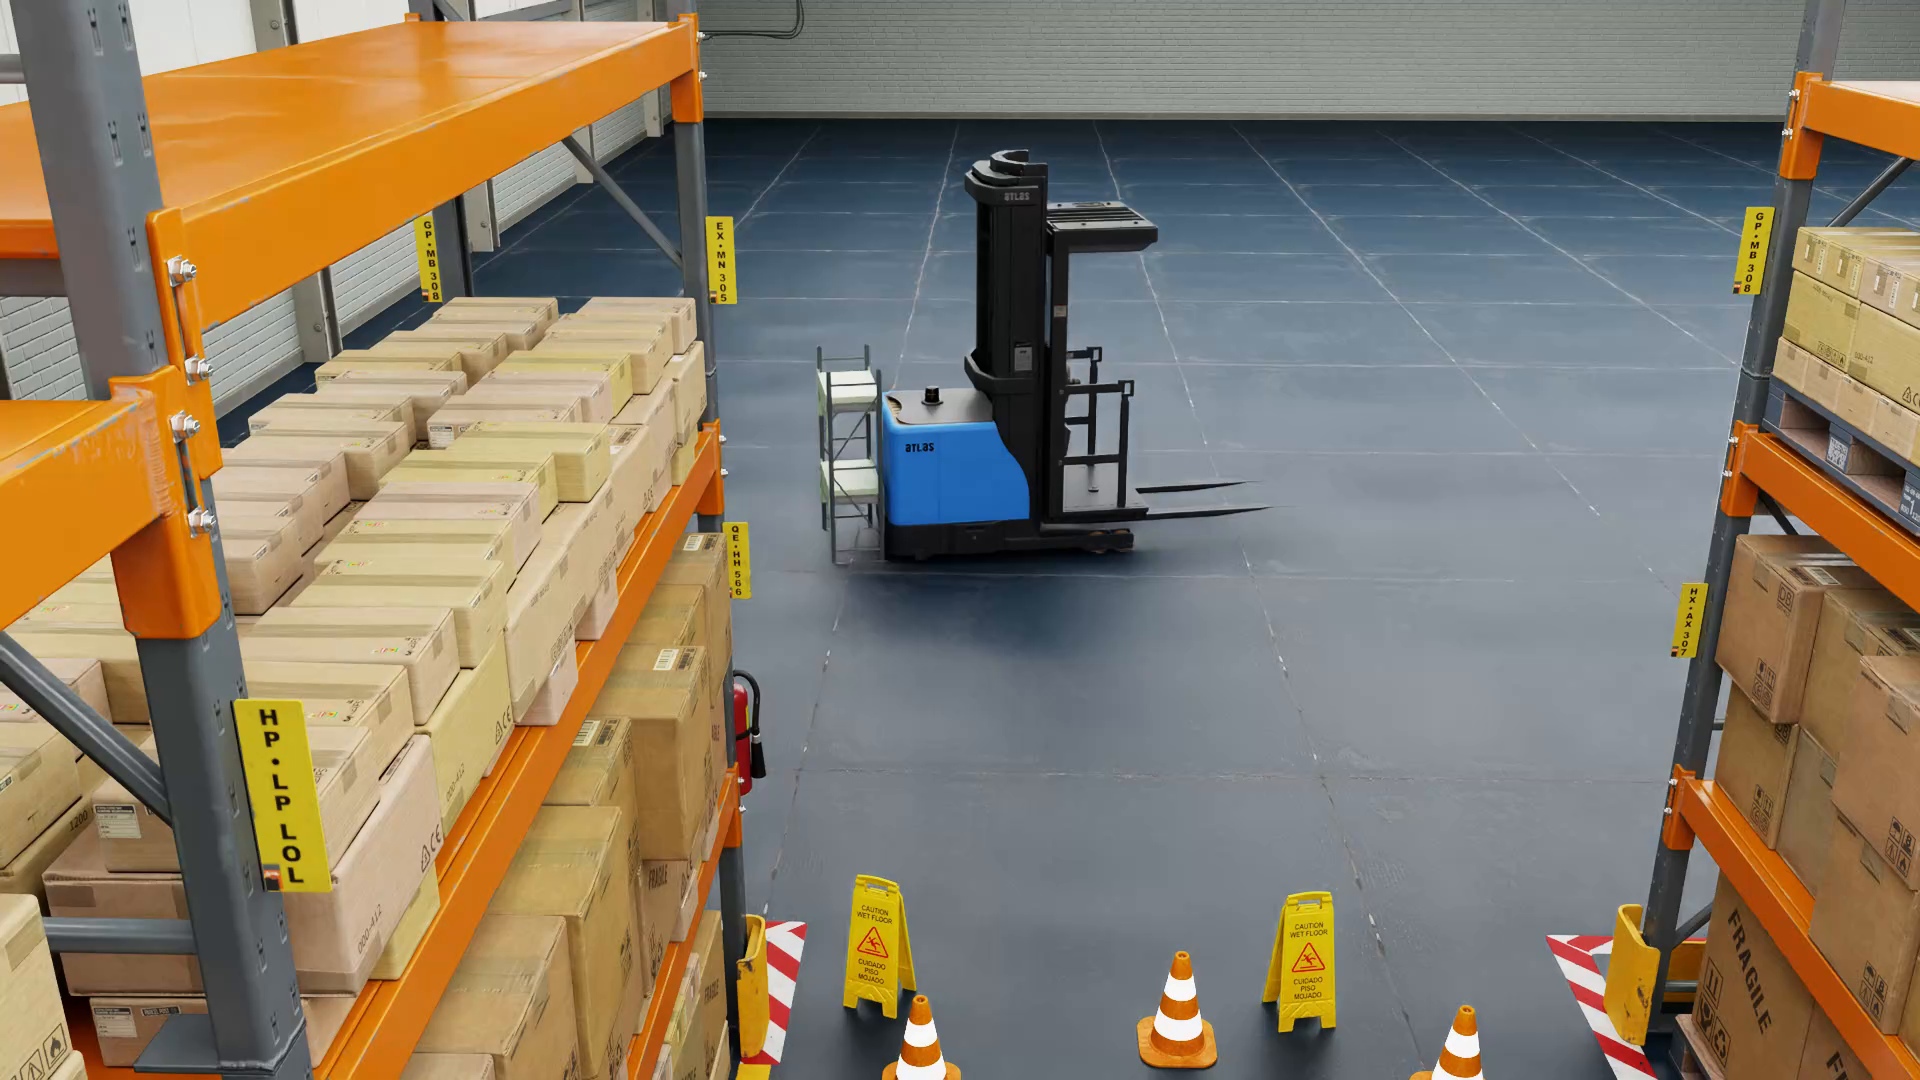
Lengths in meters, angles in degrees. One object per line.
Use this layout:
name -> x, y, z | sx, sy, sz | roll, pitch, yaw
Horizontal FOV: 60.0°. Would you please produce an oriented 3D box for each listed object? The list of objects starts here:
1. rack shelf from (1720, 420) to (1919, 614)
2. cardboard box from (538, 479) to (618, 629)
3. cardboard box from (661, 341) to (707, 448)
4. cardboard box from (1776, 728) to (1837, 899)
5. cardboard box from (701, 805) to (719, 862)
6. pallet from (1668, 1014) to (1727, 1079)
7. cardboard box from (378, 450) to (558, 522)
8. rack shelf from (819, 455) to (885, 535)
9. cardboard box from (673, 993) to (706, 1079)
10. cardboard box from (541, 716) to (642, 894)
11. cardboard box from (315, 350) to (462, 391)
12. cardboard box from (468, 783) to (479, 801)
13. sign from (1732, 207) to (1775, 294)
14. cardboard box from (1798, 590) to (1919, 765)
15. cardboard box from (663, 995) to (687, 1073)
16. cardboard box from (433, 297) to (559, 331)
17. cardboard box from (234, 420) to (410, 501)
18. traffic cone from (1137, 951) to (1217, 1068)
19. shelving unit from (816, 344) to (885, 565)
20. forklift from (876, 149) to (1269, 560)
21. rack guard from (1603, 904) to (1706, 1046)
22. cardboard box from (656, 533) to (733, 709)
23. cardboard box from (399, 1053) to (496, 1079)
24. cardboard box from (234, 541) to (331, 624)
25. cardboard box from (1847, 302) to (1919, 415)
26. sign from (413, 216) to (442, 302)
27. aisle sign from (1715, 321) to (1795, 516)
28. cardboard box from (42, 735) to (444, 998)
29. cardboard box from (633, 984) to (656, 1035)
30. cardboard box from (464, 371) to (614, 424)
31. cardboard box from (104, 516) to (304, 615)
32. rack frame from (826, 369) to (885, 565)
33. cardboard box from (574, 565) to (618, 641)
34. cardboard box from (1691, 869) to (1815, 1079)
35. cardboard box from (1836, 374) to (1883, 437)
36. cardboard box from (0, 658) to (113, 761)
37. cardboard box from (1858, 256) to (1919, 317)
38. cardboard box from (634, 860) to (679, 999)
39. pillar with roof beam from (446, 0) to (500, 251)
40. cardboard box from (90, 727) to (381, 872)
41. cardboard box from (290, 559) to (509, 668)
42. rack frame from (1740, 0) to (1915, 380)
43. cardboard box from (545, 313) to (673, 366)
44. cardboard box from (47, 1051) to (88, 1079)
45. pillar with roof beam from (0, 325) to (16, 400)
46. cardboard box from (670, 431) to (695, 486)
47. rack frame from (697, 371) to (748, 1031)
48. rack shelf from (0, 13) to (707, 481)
rack shelf -> 3.447, 0.435, 4.608 | 1.077, 0.370, 4.000 | 1, 21, 2
cardboard box -> -1.230, 0.030, 4.454 | 0.500, 0.250, 0.500 | 1, 21, 2
cardboard box -> -1.189, -0.522, 5.877 | 0.500, 0.250, 0.500 | 0, 21, 1
cardboard box -> 3.547, 1.039, 5.997 | 0.875, 0.550, 0.550 | 1, 21, 2
cardboard box -> -1.137, 1.105, 6.382 | 0.380, 0.149, 0.250 | 0, 21, 1
pallet -> 3.562, 2.365, 6.641 | 1.003, 0.211, 1.213 | 1, 21, 2
cardboard box -> -1.264, -0.123, 4.297 | 0.380, 0.149, 0.250 | 1, 21, 3
rack shelf -> -0.833, -0.352, 12.764 | 0.431, 0.370, 0.720 | -4, 21, -9
cardboard box -> -1.219, 1.975, 5.976 | 0.500, 0.500, 0.500 | 1, 21, 4
cardboard box -> -1.330, 0.840, 4.785 | 0.700, 0.500, 0.500 | 1, 21, 1
cardboard box -> -1.800, -0.499, 5.265 | 0.380, 0.149, 0.250 | 1, 21, 1
cardboard box -> -1.301, 0.537, 3.698 | 0.380, 0.149, 0.250 | 1, 21, 3
sign -> 2.954, -1.076, 6.191 | 0.100, 0.325, 0.005 | 1, 21, 2
cardboard box -> 3.534, 0.535, 5.802 | 0.875, 0.550, 0.550 | 1, 21, 2
cardboard box -> -1.161, 1.708, 5.767 | 0.380, 0.149, 0.250 | 1, 21, 3
cardboard box -> -1.657, -0.770, 5.964 | 0.380, 0.149, 0.250 | 0, 21, 1
cardboard box -> -1.735, -0.220, 4.547 | 0.380, 0.149, 0.250 | 1, 21, 3
traffic cone -> 0.953, 1.999, 7.238 | 0.336, 0.463, 0.334 | 1, 21, 2
shelving unit -> -0.833, -0.656, 12.646 | 0.431, 1.500, 0.755 | -4, 21, -9
forklift -> 0.888, -1.447, 12.707 | 3.031, 2.935, 1.130 | -3, 21, -9
rack guard -> 3.509, 1.932, 7.359 | 1.175, 0.500, 0.348 | 1, 21, 2
cardboard box -> -1.240, 0.293, 6.196 | 0.700, 0.500, 0.500 | 0, 21, 0
cardboard box -> -1.334, 1.395, 3.354 | 0.700, 0.500, 0.500 | 0, 21, 1
cardboard box -> -1.776, 0.207, 3.999 | 0.500, 0.250, 0.500 | 0, 21, 1
cardboard box -> 3.223, -0.579, 5.305 | 0.500, 0.250, 0.500 | 0, 21, 1
sign -> -1.985, -1.055, 6.245 | 0.100, 0.325, 0.005 | 1, 21, 2
aisle sign -> 3.210, -0.466, 6.489 | 0.394, 0.787, 0.004 | 1, 21, 2
cardboard box -> -1.277, 0.580, 3.036 | 0.500, 0.250, 0.500 | 0, 21, 0
cardboard box -> -1.209, 1.475, 5.428 | 0.380, 0.149, 0.250 | 0, 21, 1
cardboard box -> -1.267, -0.405, 5.025 | 0.380, 0.149, 0.250 | 1, 21, 2
cardboard box -> -1.757, 0.057, 3.835 | 0.380, 0.149, 0.250 | 0, 21, 1
rack frame -> -0.771, -0.525, 12.310 | 0.400, 1.500, 0.023 | -4, 21, -9
cardboard box -> -1.176, 0.164, 4.660 | 0.380, 0.149, 0.250 | 0, 21, 1
cardboard box -> 3.554, 1.816, 6.559 | 0.875, 0.875, 0.875 | 1, 21, 2
cardboard box -> 3.162, -0.445, 5.512 | 0.380, 0.149, 0.250 | 1, 21, 2
cardboard box -> -1.842, 0.339, 3.108 | 0.380, 0.149, 0.250 | 0, 21, 0
cardboard box -> 3.164, -0.820, 5.375 | 0.380, 0.149, 0.250 | 0, 21, 1
cardboard box -> -1.222, 1.133, 5.412 | 0.500, 0.500, 0.500 | 1, 21, 1
pillar with roof beam -> -2.476, -8.312, 22.011 | 9.100, 9.000, 0.400 | 1, 21, 2
cardboard box -> -1.229, 0.440, 2.846 | 0.380, 0.149, 0.250 | 0, 21, 1
cardboard box -> -1.198, 0.156, 3.579 | 0.380, 0.149, 0.250 | 0, 21, 1
rack frame -> 3.508, -2.022, 5.799 | 1.000, 3.000, 0.127 | 1, 21, 2
cardboard box -> -1.204, -0.677, 5.726 | 0.380, 0.149, 0.250 | 1, 21, 3
cardboard box -> -1.437, 0.892, 2.063 | 0.500, 0.250, 0.500 | 0, 21, 1
pillar with roof beam -> -2.841, -3.973, 10.828 | 9.100, 9.000, 0.400 | 1, 21, 2
cardboard box -> -1.149, -0.302, 5.860 | 0.380, 0.149, 0.250 | 1, 21, 2
rack frame -> -1.443, 0.757, 6.931 | 1.000, 3.000, 0.127 | 1, 21, 2
rack shelf -> -1.504, -0.980, 4.112 | 1.077, 0.370, 4.000 | 1, 21, 2
